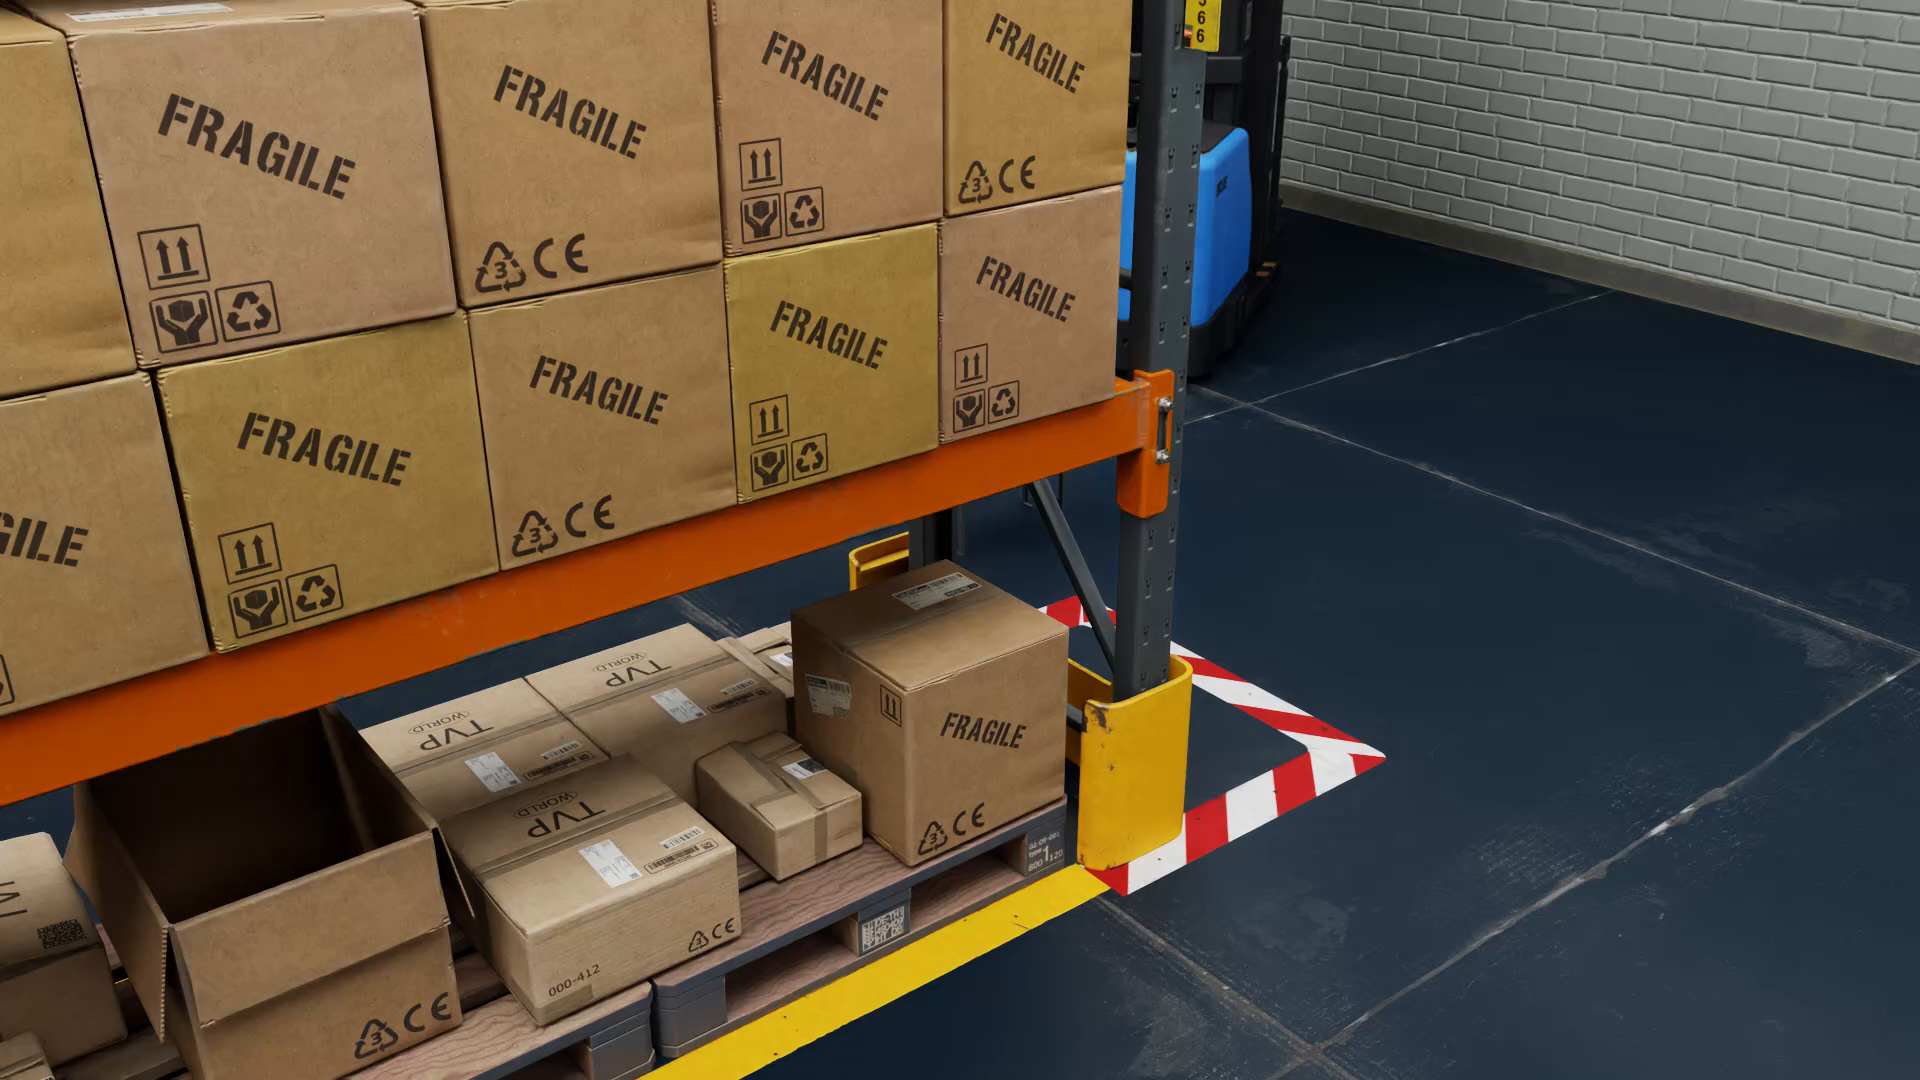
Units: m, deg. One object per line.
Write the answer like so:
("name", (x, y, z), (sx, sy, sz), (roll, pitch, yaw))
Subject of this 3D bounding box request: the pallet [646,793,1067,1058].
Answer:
("pallet", (-0.489, 0.755, 4.372), (1.213, 0.211, 1.003), (-18, 31, -34))

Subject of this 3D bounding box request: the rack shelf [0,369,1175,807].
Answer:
("rack shelf", (-1.376, 0.109, 3.307), (4.000, 0.370, 1.077), (-18, 31, -34))

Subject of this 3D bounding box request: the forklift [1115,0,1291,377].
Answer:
("forklift", (1.146, -2.679, 8.542), (1.130, 2.935, 3.031), (9, 26, 18))

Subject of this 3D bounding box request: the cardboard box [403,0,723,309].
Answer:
("cardboard box", (-0.785, -0.761, 3.021), (0.500, 0.500, 0.500), (-17, 30, -33))

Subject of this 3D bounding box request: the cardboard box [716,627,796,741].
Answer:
("cardboard box", (-0.540, 0.409, 4.649), (0.250, 0.166, 0.380), (-18, 31, -34))

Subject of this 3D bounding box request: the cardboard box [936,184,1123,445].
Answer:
("cardboard box", (0.013, -0.576, 3.809), (0.500, 0.500, 0.500), (-17, 30, -32))

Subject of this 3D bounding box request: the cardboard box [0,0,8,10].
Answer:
("cardboard box", (-1.517, -0.809, 3.123), (0.500, 0.500, 0.500), (-19, 31, -34))

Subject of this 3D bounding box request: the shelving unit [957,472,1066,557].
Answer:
("shelving unit", (0.130, -0.587, 6.090), (0.503, 1.200, 0.258), (-18, 31, -34))

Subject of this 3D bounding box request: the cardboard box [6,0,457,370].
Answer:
("cardboard box", (-1.189, -0.628, 2.733), (0.500, 0.500, 0.500), (-17, 30, -32))

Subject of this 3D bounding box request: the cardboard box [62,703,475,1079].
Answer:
("cardboard box", (-1.475, 0.745, 3.524), (0.637, 0.503, 0.797), (-18, 31, -34))

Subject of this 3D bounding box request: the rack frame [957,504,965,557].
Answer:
("rack frame", (-0.062, -0.524, 5.954), (0.015, 1.200, 0.240), (-18, 31, -34))

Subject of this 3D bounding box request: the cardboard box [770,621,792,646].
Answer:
("cardboard box", (-0.344, 0.352, 4.793), (0.250, 0.149, 0.380), (-18, 31, -34))

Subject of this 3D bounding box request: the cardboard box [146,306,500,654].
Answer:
("cardboard box", (-1.185, -0.181, 2.958), (0.500, 0.500, 0.500), (-19, 31, -35))

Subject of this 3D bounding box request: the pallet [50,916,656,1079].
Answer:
("pallet", (-1.448, 1.070, 3.693), (1.213, 0.211, 1.003), (-18, 31, -34))

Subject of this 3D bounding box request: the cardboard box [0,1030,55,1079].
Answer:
("cardboard box", (-1.811, 1.122, 3.111), (0.250, 0.166, 0.380), (-18, 31, -34))

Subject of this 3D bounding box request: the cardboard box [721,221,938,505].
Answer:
("cardboard box", (-0.393, -0.440, 3.516), (0.500, 0.500, 0.500), (-18, 30, -34))

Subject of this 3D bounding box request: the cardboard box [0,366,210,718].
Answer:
("cardboard box", (-1.585, -0.049, 2.673), (0.500, 0.500, 0.500), (-18, 31, -34))

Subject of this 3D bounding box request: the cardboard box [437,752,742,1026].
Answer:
("cardboard box", (-0.844, 0.770, 3.770), (0.500, 0.250, 0.500), (-18, 31, -34))

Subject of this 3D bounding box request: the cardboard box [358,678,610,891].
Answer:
("cardboard box", (-1.192, 0.618, 4.099), (0.500, 0.250, 0.500), (-18, 31, -34))

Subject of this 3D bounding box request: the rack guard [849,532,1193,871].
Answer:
("rack guard", (0.138, 0.417, 4.758), (0.348, 0.500, 1.175), (-18, 31, -34))

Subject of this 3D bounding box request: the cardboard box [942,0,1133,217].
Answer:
("cardboard box", (0.017, -1.029, 3.598), (0.500, 0.500, 0.500), (-19, 31, -34))

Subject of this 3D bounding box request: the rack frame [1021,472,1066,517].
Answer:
("rack frame", (0.322, -0.651, 6.227), (0.015, 1.200, 0.240), (-18, 31, -34))

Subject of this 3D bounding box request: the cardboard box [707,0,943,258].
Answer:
("cardboard box", (-0.380, -0.898, 3.314), (0.500, 0.500, 0.500), (-17, 30, -33))

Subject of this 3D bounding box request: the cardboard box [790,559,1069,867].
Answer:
("cardboard box", (-0.078, 0.420, 4.228), (0.500, 0.500, 0.500), (-18, 31, -34))

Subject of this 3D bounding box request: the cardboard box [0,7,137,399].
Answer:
("cardboard box", (-1.595, -0.493, 2.444), (0.500, 0.500, 0.500), (-19, 31, -35))

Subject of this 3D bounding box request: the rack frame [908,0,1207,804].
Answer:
("rack frame", (0.198, -0.737, 4.275), (0.127, 3.000, 1.000), (-18, 31, -34))

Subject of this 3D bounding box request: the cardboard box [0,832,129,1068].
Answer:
("cardboard box", (-2.086, 0.885, 3.450), (0.500, 0.311, 0.500), (-18, 31, -34))

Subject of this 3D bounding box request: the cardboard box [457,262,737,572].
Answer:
("cardboard box", (-0.789, -0.312, 3.240), (0.500, 0.500, 0.500), (-18, 30, -34))

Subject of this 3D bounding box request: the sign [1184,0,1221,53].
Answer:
("sign", (0.525, -1.216, 3.557), (0.005, 0.325, 0.100), (-18, 31, -34))

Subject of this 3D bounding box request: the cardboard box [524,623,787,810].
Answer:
("cardboard box", (-0.799, 0.488, 4.379), (0.500, 0.250, 0.500), (-18, 31, -34))

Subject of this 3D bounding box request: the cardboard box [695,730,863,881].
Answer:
("cardboard box", (-0.452, 0.647, 4.136), (0.250, 0.166, 0.380), (-18, 31, -34))
